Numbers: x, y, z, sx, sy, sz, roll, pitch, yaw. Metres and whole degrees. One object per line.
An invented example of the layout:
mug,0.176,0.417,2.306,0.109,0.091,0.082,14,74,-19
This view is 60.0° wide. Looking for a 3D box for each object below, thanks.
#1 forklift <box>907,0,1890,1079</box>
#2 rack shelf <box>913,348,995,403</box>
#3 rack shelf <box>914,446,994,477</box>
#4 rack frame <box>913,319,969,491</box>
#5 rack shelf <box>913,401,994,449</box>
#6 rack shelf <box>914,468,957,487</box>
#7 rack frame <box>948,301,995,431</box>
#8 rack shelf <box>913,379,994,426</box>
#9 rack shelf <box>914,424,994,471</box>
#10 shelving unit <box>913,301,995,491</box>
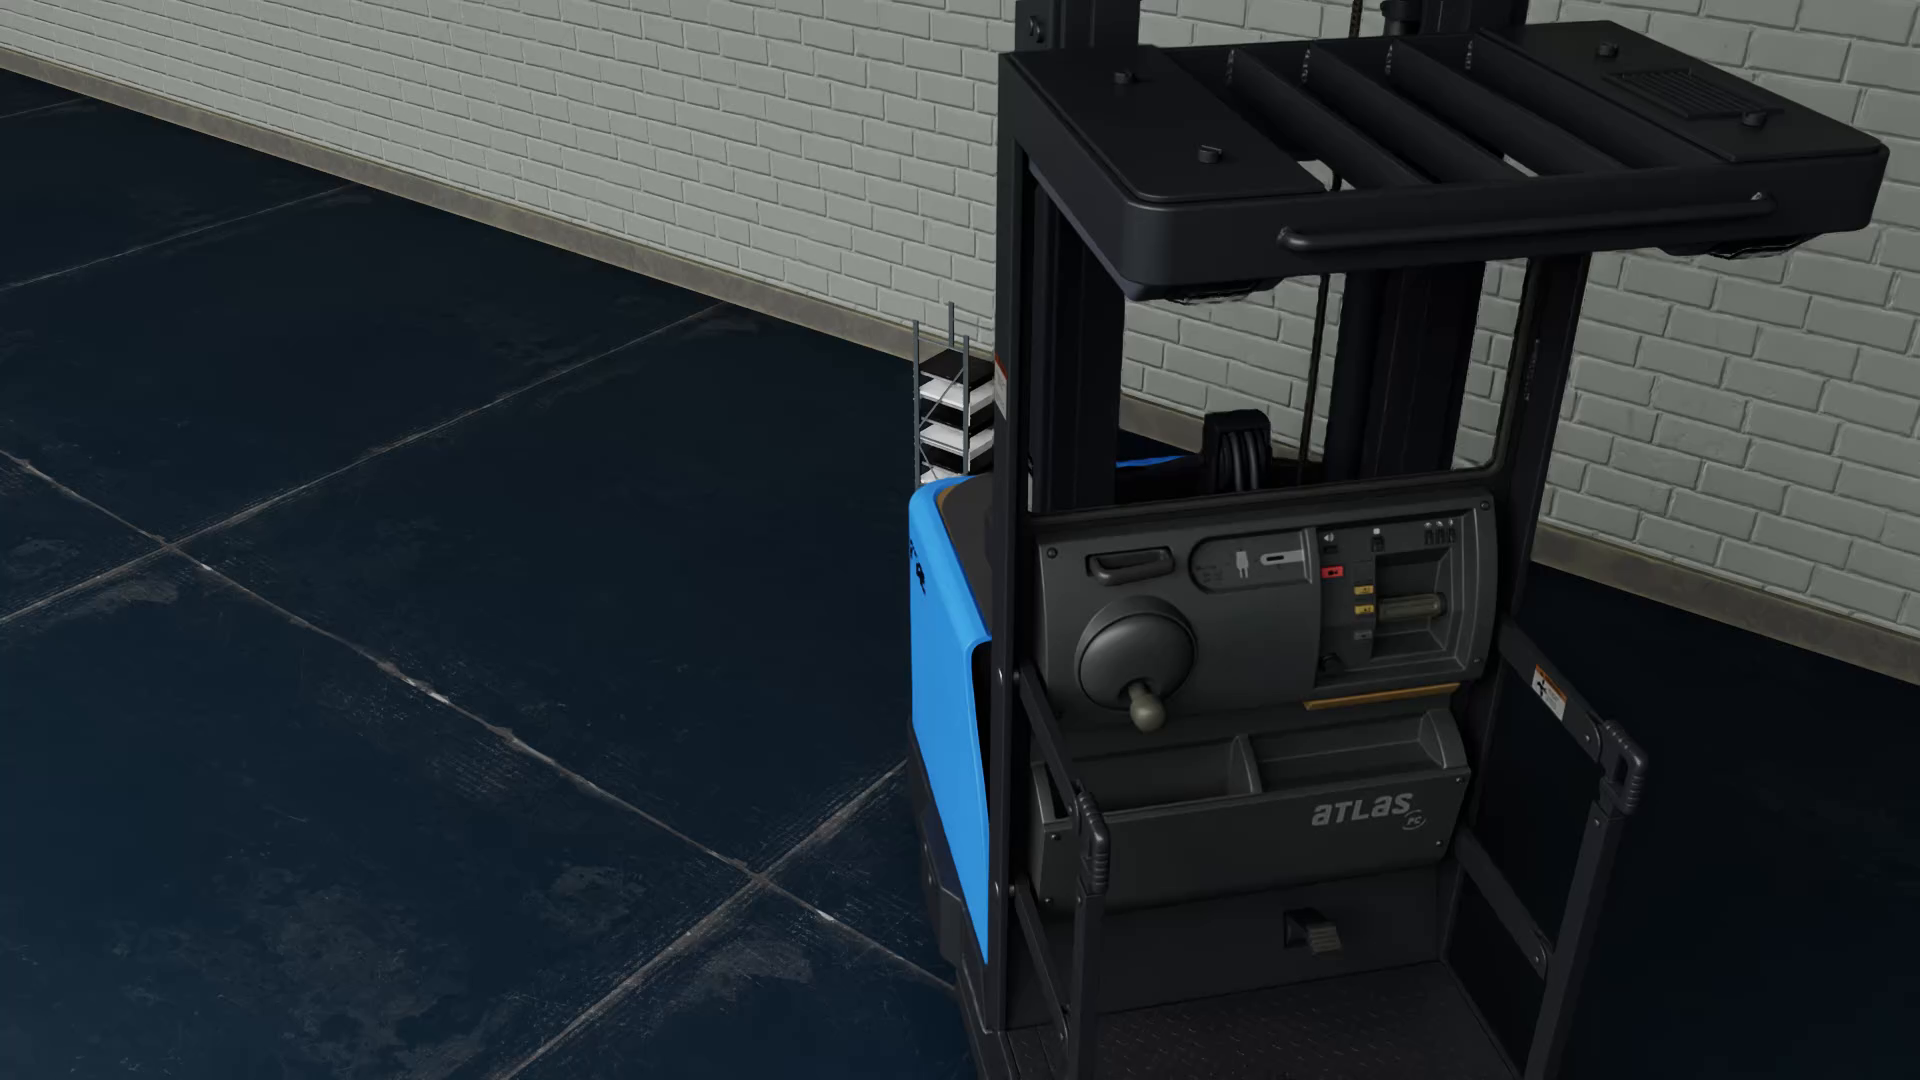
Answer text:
forklift,0.655,0.187,3.060,1.130,2.935,3.031,-6,31,-10
rack shelf,-0.005,-0.587,5.894,0.258,0.077,0.200,21,37,31
rack shelf,-0.005,-0.278,6.078,0.258,0.077,0.200,21,37,31
rack frame,-0.066,-0.342,5.945,0.240,0.900,0.006,21,37,31
rack shelf,-0.005,-0.433,5.986,0.258,0.077,0.200,21,37,31
rack shelf,-0.005,-0.200,6.124,0.258,0.077,0.200,21,37,31
rack frame,0.056,-0.425,6.085,0.240,0.900,0.006,21,37,31
rack shelf,-0.005,-0.510,5.940,0.258,0.077,0.200,21,37,31
rack shelf,-0.005,-0.355,6.032,0.258,0.077,0.200,21,37,31
shelving unit,-0.005,-0.384,6.015,0.258,0.900,0.210,21,37,31
